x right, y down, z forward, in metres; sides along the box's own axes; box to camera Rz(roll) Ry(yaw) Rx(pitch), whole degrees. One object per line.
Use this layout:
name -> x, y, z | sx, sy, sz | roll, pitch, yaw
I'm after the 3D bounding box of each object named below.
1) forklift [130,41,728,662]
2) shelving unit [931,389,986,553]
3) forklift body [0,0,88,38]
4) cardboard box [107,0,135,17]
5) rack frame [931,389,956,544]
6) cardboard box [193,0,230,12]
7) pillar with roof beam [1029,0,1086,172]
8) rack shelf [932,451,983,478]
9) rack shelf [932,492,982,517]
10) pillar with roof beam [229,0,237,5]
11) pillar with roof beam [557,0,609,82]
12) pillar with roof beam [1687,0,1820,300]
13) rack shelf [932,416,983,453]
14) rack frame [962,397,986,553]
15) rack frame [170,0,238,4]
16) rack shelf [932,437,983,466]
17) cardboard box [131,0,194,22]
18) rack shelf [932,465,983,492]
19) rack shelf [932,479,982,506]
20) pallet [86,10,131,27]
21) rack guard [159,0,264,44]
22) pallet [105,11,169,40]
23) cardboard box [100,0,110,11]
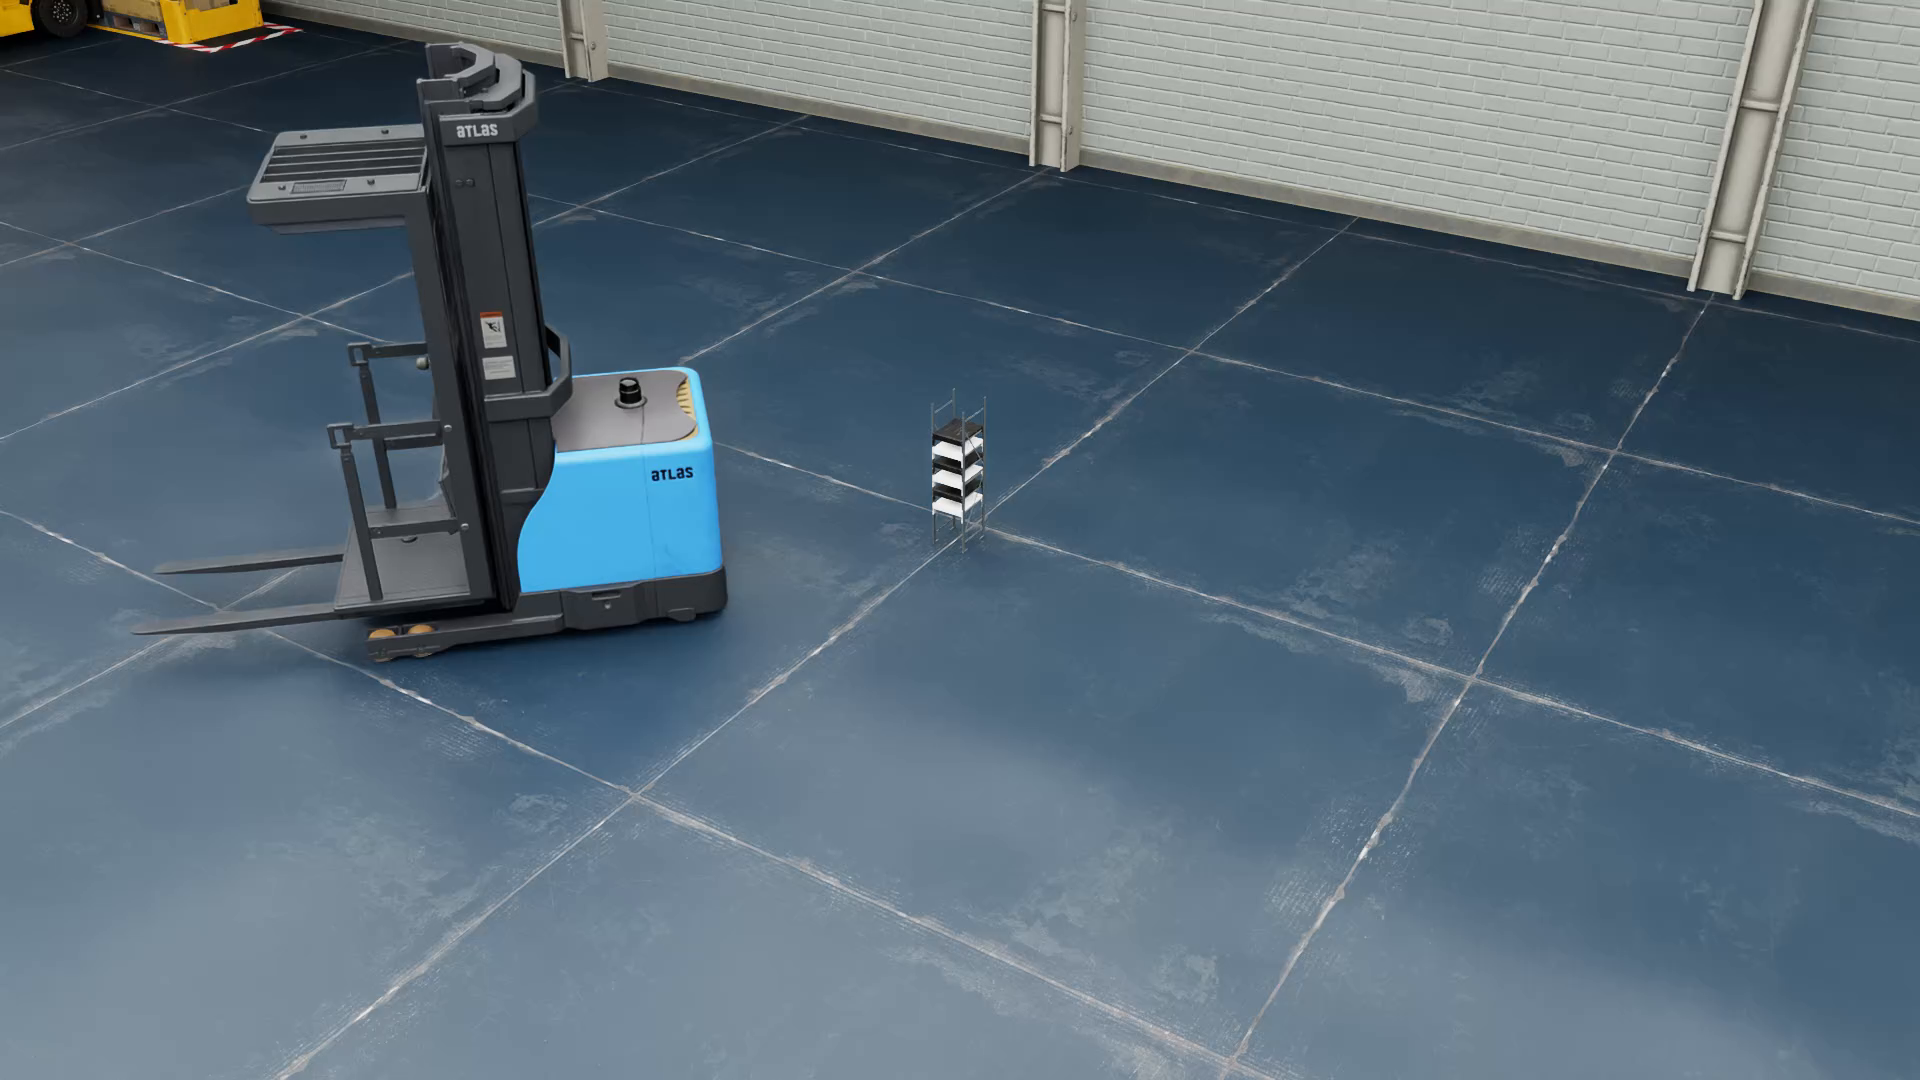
forklift -> -2.834, -0.925, 8.426 | 3.031, 2.935, 1.130 | -6, 31, -11
shelving unit -> -0.007, -0.391, 9.527 | 0.210, 0.900, 0.258 | 18, 35, 27
forklift body -> -11.723, -6.896, 19.435 | 1.214, 2.155, 2.313 | 18, 35, 27
cardboard box -> -10.129, -6.655, 20.492 | 0.500, 0.250, 0.500 | 18, 35, 27
rack frame -> -0.093, -0.418, 9.574 | 0.006, 0.900, 0.240 | 18, 35, 27
cardboard box -> -9.459, -6.742, 20.641 | 0.500, 0.250, 0.500 | 18, 35, 28
pillar with roof beam -> -1.382, -5.643, 10.493 | 0.400, 9.000, 9.100 | 18, 35, 27
rack shelf -> -0.007, -0.440, 9.498 | 0.200, 0.077, 0.258 | 18, 35, 27
rack shelf -> -0.007, -0.207, 9.634 | 0.200, 0.077, 0.258 | 18, 35, 27
pillar with roof beam -> -11.546, -8.858, 16.003 | 0.400, 9.000, 9.100 | 18, 35, 27
pillar with roof beam -> -6.464, -7.251, 13.248 | 0.400, 9.000, 9.100 | 18, 35, 27
pillar with roof beam -> 3.700, -4.036, 7.738 | 0.400, 9.000, 9.100 | 18, 35, 27
rack shelf -> -0.007, -0.595, 9.408 | 0.200, 0.077, 0.258 | 18, 35, 27
rack frame -> 0.079, -0.364, 9.480 | 0.006, 0.900, 0.240 | 18, 35, 27
rack frame -> -9.147, -7.533, 19.686 | 0.127, 3.000, 1.000 | 18, 35, 27
rack shelf -> -0.007, -0.518, 9.453 | 0.200, 0.077, 0.258 | 18, 35, 27
cardboard box -> -9.713, -6.518, 20.257 | 0.500, 0.250, 0.500 | 18, 35, 28
rack shelf -> -0.007, -0.362, 9.544 | 0.200, 0.077, 0.258 | 18, 35, 27
rack shelf -> -0.007, -0.284, 9.589 | 0.200, 0.077, 0.258 | 18, 35, 27
pallet -> -10.846, -6.843, 21.270 | 1.213, 0.211, 1.003 | 18, 35, 27
rack guard -> -9.126, -6.447, 20.304 | 0.348, 0.500, 1.175 | 18, 35, 27
pallet -> -9.817, -6.515, 20.709 | 1.213, 0.211, 1.003 | 18, 35, 27
cardboard box -> -10.548, -6.793, 20.729 | 0.500, 0.250, 0.500 | 18, 35, 28
